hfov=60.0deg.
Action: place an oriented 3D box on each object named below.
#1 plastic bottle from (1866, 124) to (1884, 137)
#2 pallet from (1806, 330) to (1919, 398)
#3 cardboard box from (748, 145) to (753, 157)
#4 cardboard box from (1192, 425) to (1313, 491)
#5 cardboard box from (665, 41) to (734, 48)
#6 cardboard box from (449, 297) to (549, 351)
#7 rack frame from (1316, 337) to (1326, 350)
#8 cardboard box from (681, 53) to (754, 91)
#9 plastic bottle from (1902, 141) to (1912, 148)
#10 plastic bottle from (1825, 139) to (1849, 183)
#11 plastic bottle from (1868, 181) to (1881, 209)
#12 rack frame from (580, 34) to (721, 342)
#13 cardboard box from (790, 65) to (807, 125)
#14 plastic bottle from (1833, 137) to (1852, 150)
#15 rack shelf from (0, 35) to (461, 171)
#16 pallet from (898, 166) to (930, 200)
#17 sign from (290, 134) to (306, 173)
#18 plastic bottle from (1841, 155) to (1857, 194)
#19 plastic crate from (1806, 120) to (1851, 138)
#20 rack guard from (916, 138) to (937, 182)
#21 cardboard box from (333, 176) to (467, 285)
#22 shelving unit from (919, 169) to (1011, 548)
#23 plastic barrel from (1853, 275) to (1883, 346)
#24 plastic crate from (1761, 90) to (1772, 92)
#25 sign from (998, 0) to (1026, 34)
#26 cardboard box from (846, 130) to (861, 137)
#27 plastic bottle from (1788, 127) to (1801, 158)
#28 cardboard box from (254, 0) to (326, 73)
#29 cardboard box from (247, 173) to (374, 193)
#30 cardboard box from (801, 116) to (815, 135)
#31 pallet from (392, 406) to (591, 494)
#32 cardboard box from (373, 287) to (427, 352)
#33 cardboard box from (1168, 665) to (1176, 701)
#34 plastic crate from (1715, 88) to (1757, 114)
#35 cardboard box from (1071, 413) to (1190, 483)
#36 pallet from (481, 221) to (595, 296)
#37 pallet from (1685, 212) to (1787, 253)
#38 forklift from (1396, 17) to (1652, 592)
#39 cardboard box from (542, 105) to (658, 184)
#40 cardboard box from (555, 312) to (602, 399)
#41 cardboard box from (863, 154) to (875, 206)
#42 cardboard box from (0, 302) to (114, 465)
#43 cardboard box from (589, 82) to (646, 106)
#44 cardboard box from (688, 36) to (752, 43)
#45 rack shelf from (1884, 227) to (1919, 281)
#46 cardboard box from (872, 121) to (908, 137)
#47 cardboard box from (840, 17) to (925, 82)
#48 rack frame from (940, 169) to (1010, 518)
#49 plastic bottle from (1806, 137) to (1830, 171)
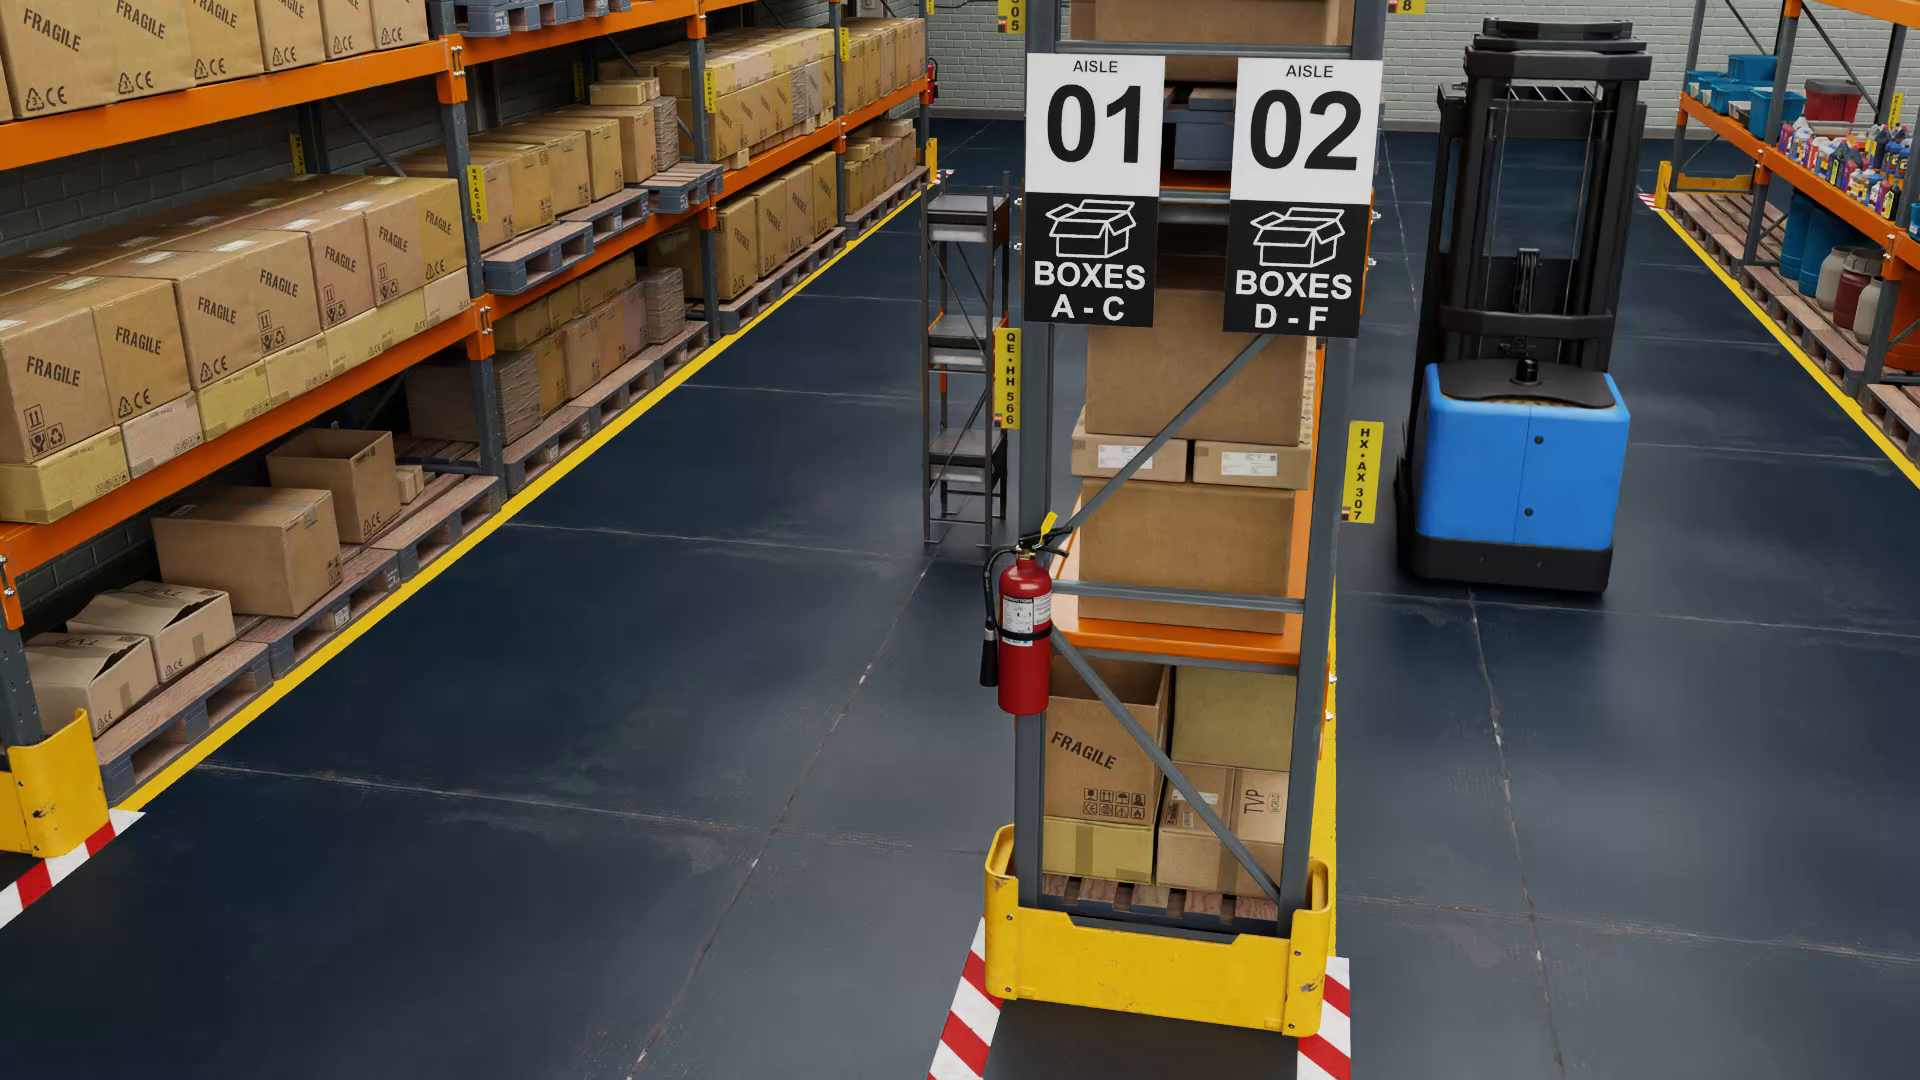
[{"bbox_3d":[8.221,-3.596,14.933,0.152,0.276,0.135,4,22,11],"label":"plastic bottle"},{"bbox_3d":[7.289,-1.357,12.941,1.003,0.211,1.213,4,22,11],"label":"pallet"},{"bbox_3d":[-2.064,-3.489,14.812,0.380,0.149,0.250,5,22,12],"label":"cardboard box"},{"bbox_3d":[0.979,-0.287,5.549,0.380,0.149,0.250,4,22,11],"label":"cardboard box"},{"bbox_3d":[-2.371,-4.404,15.212,0.500,0.250,0.500,4,22,10],"label":"cardboard box"},{"bbox_3d":[-3.126,-1.476,11.256,0.500,0.250,0.500,4,22,10],"label":"cardboard box"},{"bbox_3d":[1.504,-1.275,9.005,1.000,3.000,0.127,4,22,11],"label":"rack frame"},{"bbox_3d":[-2.076,-3.999,14.205,0.500,0.250,0.500,4,22,10],"label":"cardboard box"},{"bbox_3d":[8.016,-3.229,14.021,0.152,0.276,0.135,4,22,11],"label":"plastic bottle"},{"bbox_3d":[7.205,-3.106,13.617,0.144,0.351,0.185,4,22,11],"label":"plastic bottle"},{"bbox_3d":[6.942,-2.608,12.581,0.097,0.201,0.097,0,22,0],"label":"plastic bottle"},{"bbox_3d":[-2.530,-3.115,13.572,1.000,3.000,0.127,4,22,11],"label":"rack frame"},{"bbox_3d":[-1.767,-4.213,15.739,0.500,0.500,0.500,4,22,11],"label":"cardboard box"},{"bbox_3d":[7.477,-3.274,14.134,0.152,0.276,0.135,4,22,11],"label":"plastic bottle"},{"bbox_3d":[-3.754,-1.978,7.697,1.077,0.370,4.000,4,22,11],"label":"rack shelf"},{"bbox_3d":[-0.984,-4.448,20.616,1.003,0.211,1.213,4,22,11],"label":"pallet"},{"bbox_3d":[-3.890,-2.230,9.825,0.100,0.325,0.005,4,22,11],"label":"sign"},{"bbox_3d":[7.067,-2.904,13.204,0.061,0.283,0.133,4,22,11],"label":"plastic bottle"},{"bbox_3d":[8.220,-3.887,15.763,0.396,0.136,0.243,4,22,11],"label":"plastic crate"},{"bbox_3d":[-0.893,-4.890,21.325,1.175,0.500,0.348,4,22,11],"label":"rack guard"},{"bbox_3d":[-3.140,-1.743,9.336,0.500,0.500,0.500,4,22,11],"label":"cardboard box"},{"bbox_3d":[0.034,-1.035,9.612,0.431,2.100,0.503,4,22,11],"label":"shelving unit"},{"bbox_3d":[7.279,-1.794,13.060,0.421,0.512,0.421,0,22,0],"label":"plastic barrel"},{"bbox_3d":[8.739,-4.774,17.964,0.396,0.136,0.243,4,22,11],"label":"plastic crate"},{"bbox_3d":[0.159,-1.624,4.777,0.100,0.325,0.005,4,22,11],"label":"sign"},{"bbox_3d":[-1.370,-4.710,19.449,0.380,0.149,0.250,5,22,11],"label":"cardboard box"},{"bbox_3d":[7.440,-3.533,14.783,0.097,0.271,0.097,0,22,0],"label":"plastic bottle"},{"bbox_3d":[-3.399,-2.506,7.884,0.500,0.500,0.500,4,22,9],"label":"cardboard box"},{"bbox_3d":[-3.647,-1.783,9.436,0.500,0.500,0.500,4,22,10],"label":"cardboard box"},{"bbox_3d":[-1.627,-4.038,16.175,0.380,0.149,0.250,4,22,11],"label":"cardboard box"},{"bbox_3d":[-3.189,-0.643,11.168,1.003,0.211,1.213,4,22,11],"label":"pallet"},{"bbox_3d":[-3.256,-1.213,9.025,0.500,0.250,0.500,5,22,11],"label":"cardboard box"},{"bbox_3d":[0.696,0.335,7.122,0.500,0.500,0.500,4,22,11],"label":"cardboard box"},{"bbox_3d":[8.098,-4.579,17.351,0.416,0.233,0.300,4,22,11],"label":"plastic crate"},{"bbox_3d":[0.579,-0.314,5.616,0.380,0.149,0.250,4,22,10],"label":"cardboard box"},{"bbox_3d":[-3.048,-1.831,10.642,1.003,0.211,1.213,4,22,11],"label":"pallet"},{"bbox_3d":[8.344,-3.248,17.636,1.003,0.211,1.213,4,22,11],"label":"pallet"},{"bbox_3d":[3.317,-1.599,9.901,1.130,2.935,3.031,5,22,12],"label":"forklift"},{"bbox_3d":[-2.704,-2.986,12.530,0.700,0.500,0.500,2,22,6],"label":"cardboard box"},{"bbox_3d":[-3.012,-1.343,11.930,0.700,0.500,0.500,5,22,12],"label":"cardboard box"},{"bbox_3d":[-1.355,-4.062,18.708,0.700,0.500,0.500,4,22,10],"label":"cardboard box"},{"bbox_3d":[-3.771,-0.628,6.568,0.500,0.500,0.500,4,22,11],"label":"cardboard box"},{"bbox_3d":[-2.622,-3.419,12.736,0.380,0.149,0.250,1,22,2],"label":"cardboard box"},{"bbox_3d":[-2.260,-4.595,15.685,0.500,0.250,0.500,4,22,9],"label":"cardboard box"},{"bbox_3d":[6.760,-1.294,10.015,1.077,0.370,4.000,4,22,11],"label":"rack shelf"},{"bbox_3d":[-0.842,-4.958,20.066,0.380,0.149,0.250,5,22,12],"label":"cardboard box"},{"bbox_3d":[-0.992,-5.992,20.315,0.980,0.700,0.700,5,23,13],"label":"cardboard box"},{"bbox_3d":[0.084,-1.124,9.833,0.400,2.100,0.015,4,22,11],"label":"rack frame"},{"bbox_3d":[7.328,-3.286,14.163,0.152,0.276,0.135,4,22,11],"label":"plastic bottle"}]
